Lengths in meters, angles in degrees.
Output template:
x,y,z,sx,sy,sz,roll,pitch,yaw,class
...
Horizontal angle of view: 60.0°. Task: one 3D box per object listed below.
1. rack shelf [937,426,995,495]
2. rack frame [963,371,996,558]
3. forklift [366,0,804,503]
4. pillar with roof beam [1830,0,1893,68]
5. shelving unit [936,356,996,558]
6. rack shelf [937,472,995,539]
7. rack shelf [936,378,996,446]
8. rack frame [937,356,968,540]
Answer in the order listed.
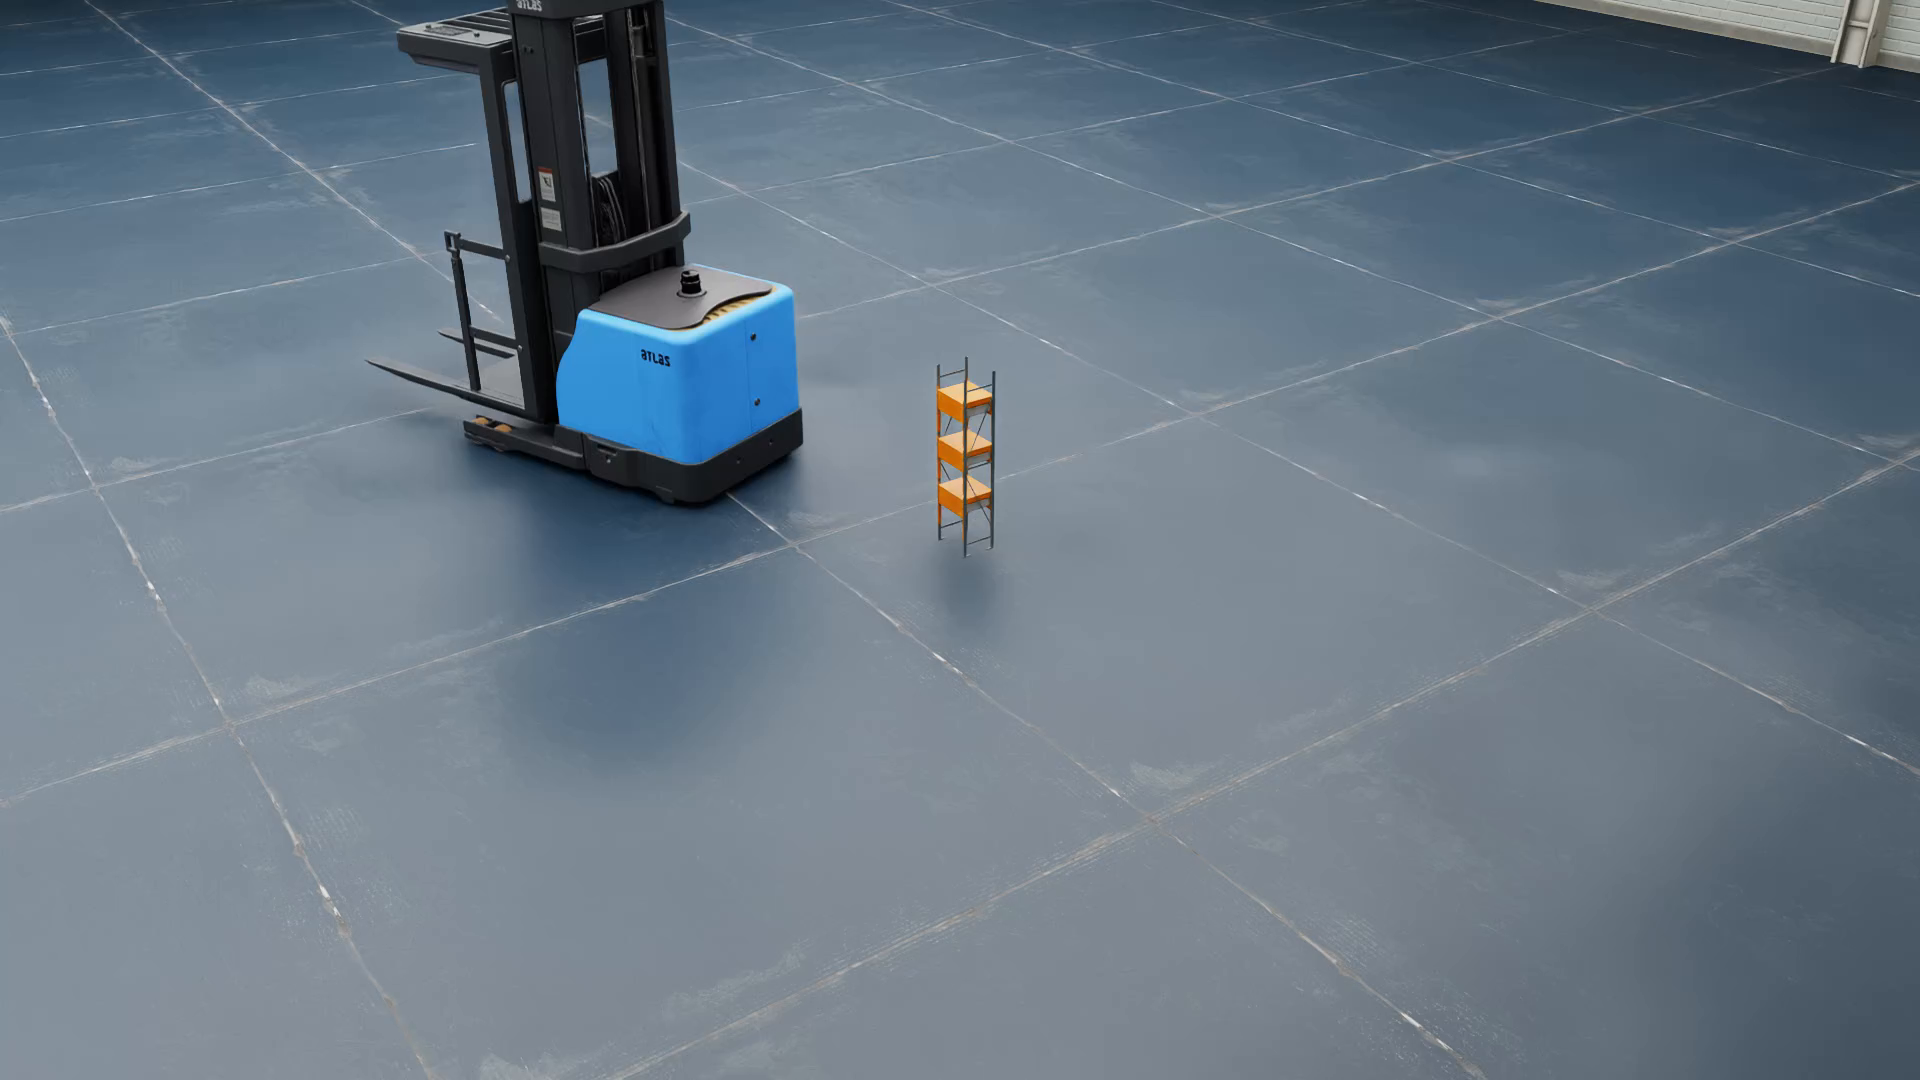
x,y,z,sx,sy,sz,roll,pitch,yaw,class
0.031,-0.431,8.966,0.215,0.259,0.240,-19,34,-31,rack shelf
0.102,-0.393,8.874,0.200,1.050,0.008,-19,34,-31,rack frame
-2.474,-2.022,9.903,3.031,2.935,1.130,17,33,29,forklift
7.019,-8.381,15.252,9.100,9.000,0.400,-19,34,-31,pillar with roof beam
0.031,-0.441,8.961,0.215,1.050,0.252,-19,34,-31,shelving unit
0.031,-0.187,9.099,0.215,0.259,0.240,-19,34,-31,rack shelf
0.031,-0.681,8.831,0.215,0.259,0.240,-19,34,-31,rack shelf
-0.040,-0.488,9.048,0.200,1.050,0.008,-19,34,-31,rack frame
